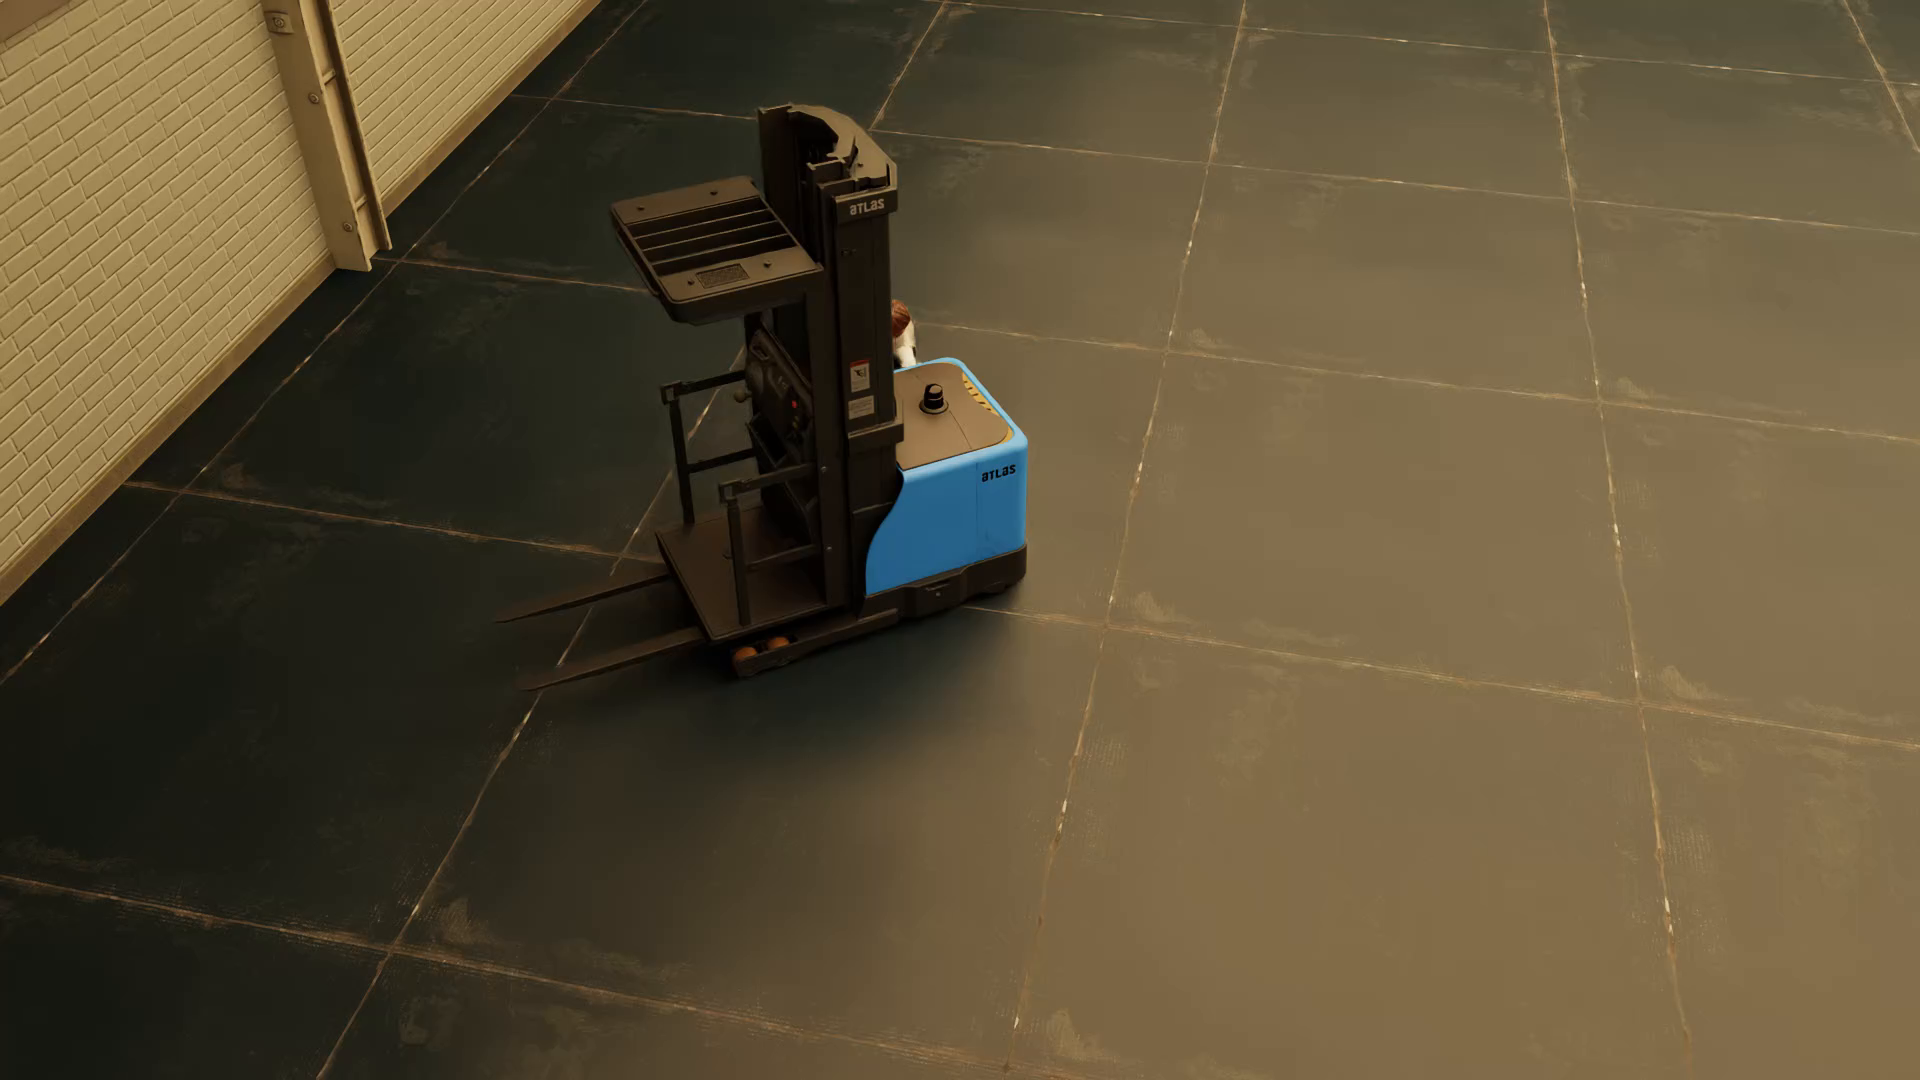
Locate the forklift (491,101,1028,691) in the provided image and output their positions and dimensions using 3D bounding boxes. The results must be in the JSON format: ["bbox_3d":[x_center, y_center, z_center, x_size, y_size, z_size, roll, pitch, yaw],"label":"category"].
[{"bbox_3d":[-1.160,-0.744,8.946,3.031,2.935,1.130,-17,42,-19],"label":"forklift"}]

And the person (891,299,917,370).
[{"bbox_3d":[-0.475,-0.888,10.405,0.879,1.341,0.701,21,44,23],"label":"person"}]
